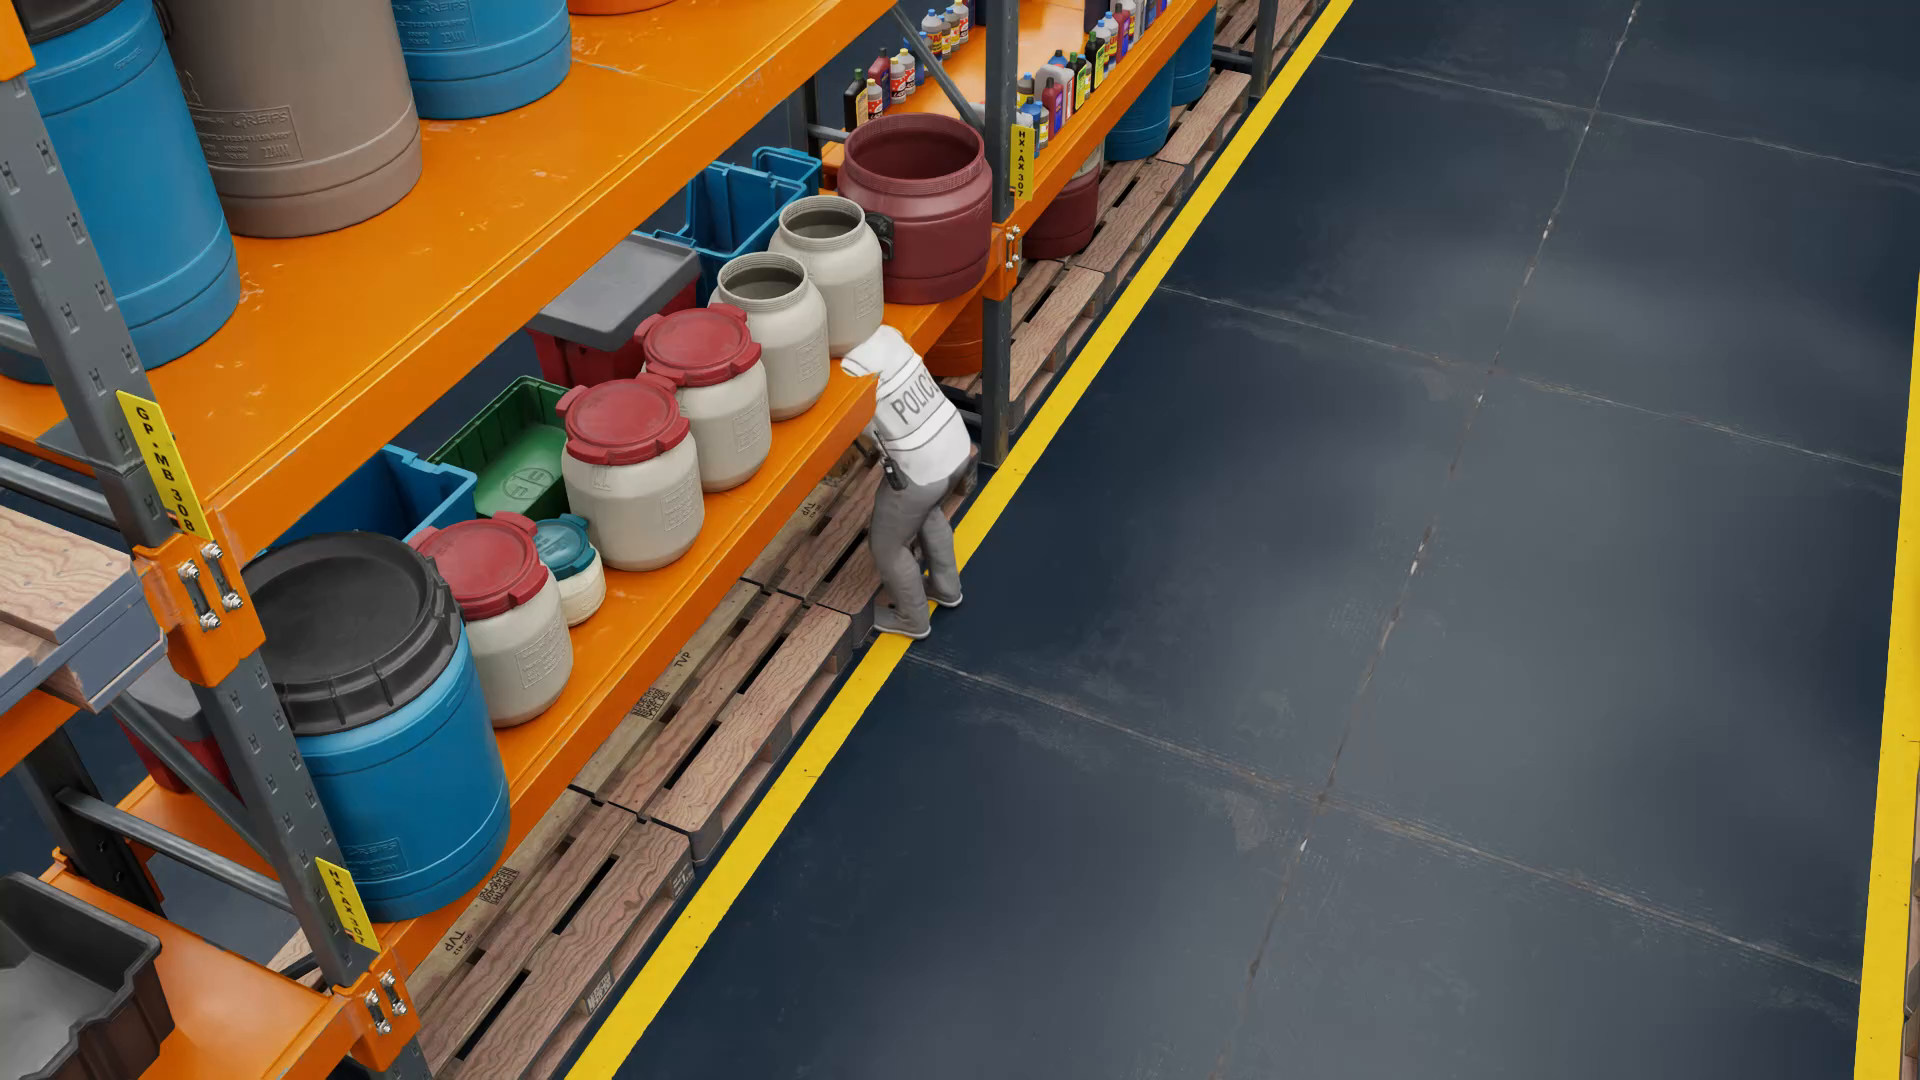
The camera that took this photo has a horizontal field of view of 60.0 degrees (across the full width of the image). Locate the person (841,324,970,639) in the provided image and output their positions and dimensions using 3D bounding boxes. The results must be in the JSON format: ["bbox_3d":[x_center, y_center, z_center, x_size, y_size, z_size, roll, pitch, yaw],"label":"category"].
[{"bbox_3d":[-0.305,-0.306,6.596,0.698,1.538,0.412,21,46,21],"label":"person"}]
